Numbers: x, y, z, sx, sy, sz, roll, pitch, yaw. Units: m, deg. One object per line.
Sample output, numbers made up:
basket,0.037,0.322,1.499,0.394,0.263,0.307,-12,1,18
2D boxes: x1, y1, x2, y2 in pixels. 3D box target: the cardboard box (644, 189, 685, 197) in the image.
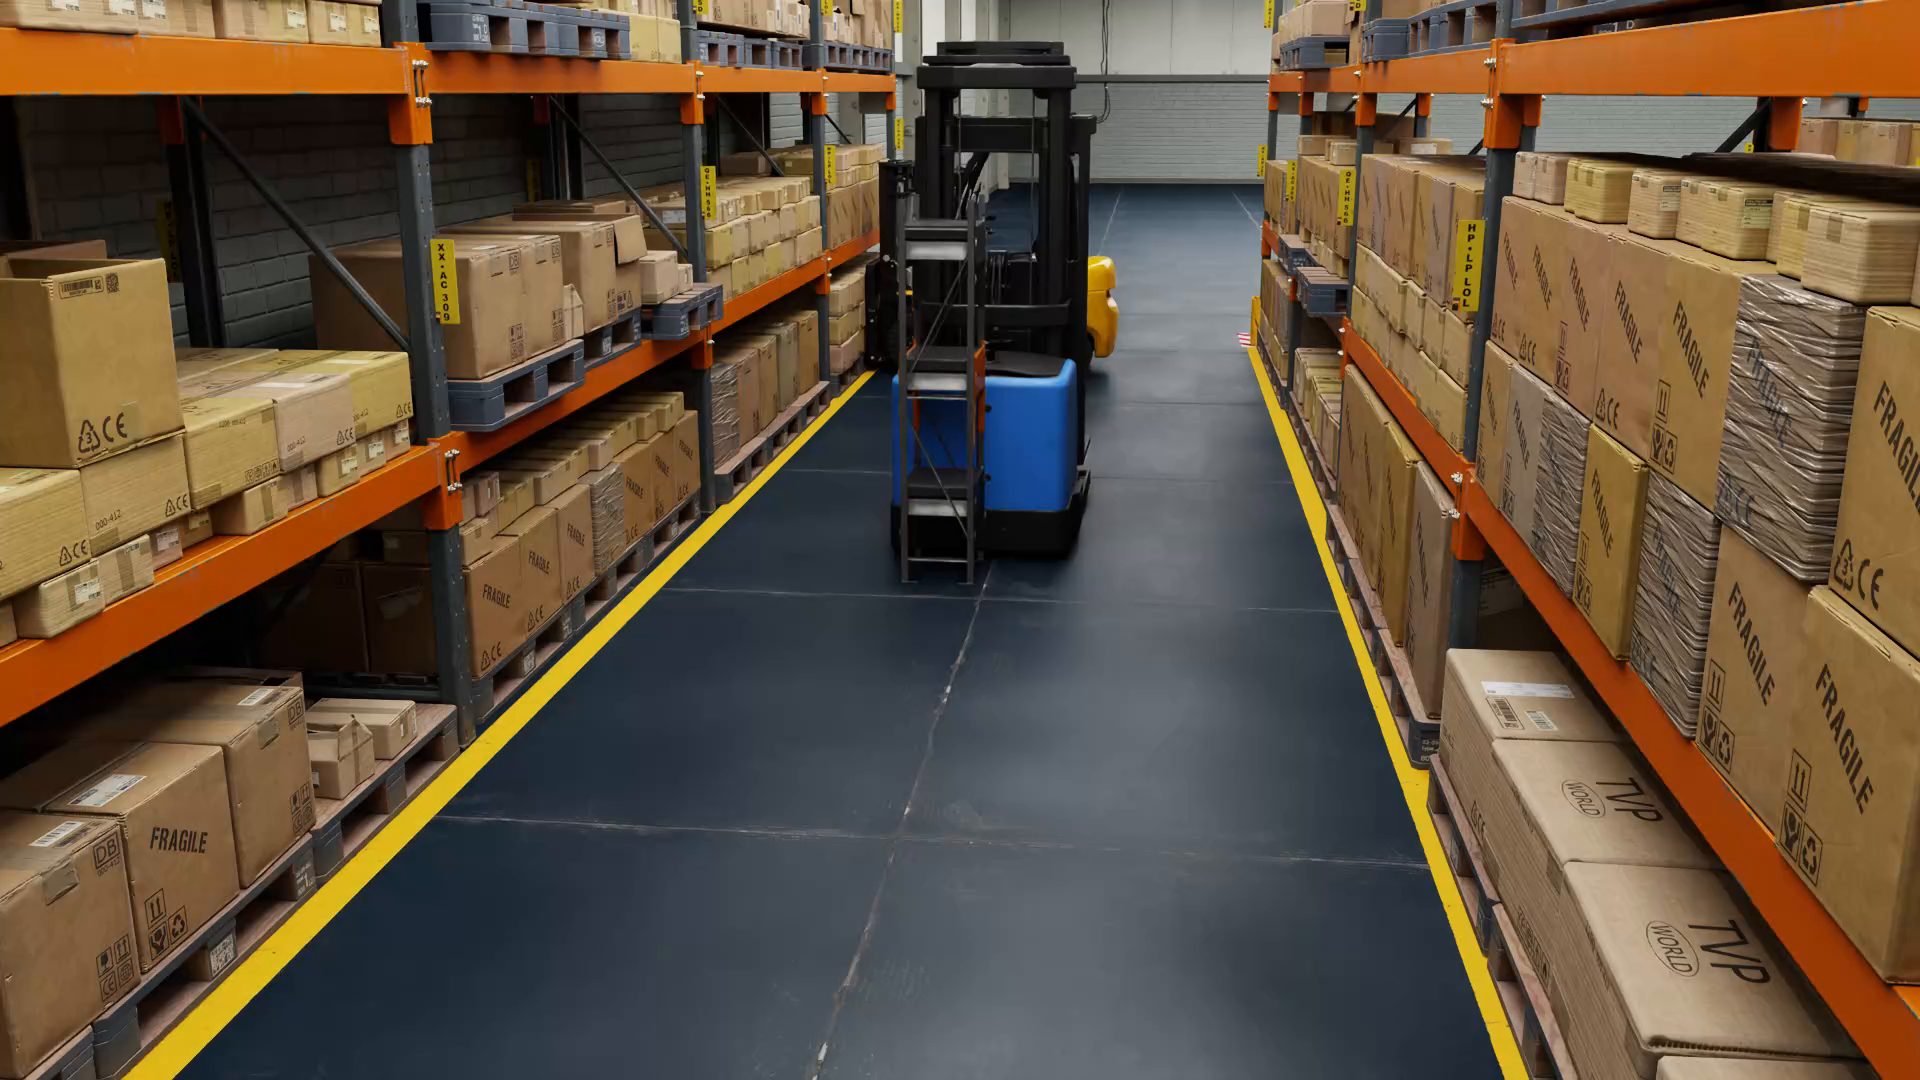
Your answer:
cardboard box,-2.109,-2.490,12.190,0.380,0.149,0.250,2,15,8

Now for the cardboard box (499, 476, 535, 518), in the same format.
cardboard box,-2.256,-0.209,7.930,0.380,0.149,0.250,1,15,5

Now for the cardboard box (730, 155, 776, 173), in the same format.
cardboard box,-1.842,-3.338,14.755,0.380,0.149,0.250,1,15,5

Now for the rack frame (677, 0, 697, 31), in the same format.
rack frame,-2.099,-4.536,9.696,1.000,3.000,0.127,2,15,6

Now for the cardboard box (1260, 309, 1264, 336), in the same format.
cardboard box,3.371,-2.244,17.176,0.500,0.250,0.500,2,15,6

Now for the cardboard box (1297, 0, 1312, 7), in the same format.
cardboard box,2.775,-4.082,12.291,0.500,0.250,0.500,1,15,5

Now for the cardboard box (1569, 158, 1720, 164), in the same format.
cardboard box,2.089,-1.092,5.105,0.380,0.149,0.250,2,15,6

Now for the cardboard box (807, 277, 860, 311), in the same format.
cardboard box,-1.213,-2.284,15.409,0.500,0.250,0.500,2,15,6

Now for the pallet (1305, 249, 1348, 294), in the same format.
pallet,3.017,-1.916,11.870,1.003,0.211,1.213,2,15,6

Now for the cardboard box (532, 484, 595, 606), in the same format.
cardboard box,-2.161,0.015,8.344,0.500,0.500,0.500,1,15,5

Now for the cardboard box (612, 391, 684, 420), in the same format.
cardboard box,-1.903,-0.813,10.165,0.380,0.149,0.250,1,15,4

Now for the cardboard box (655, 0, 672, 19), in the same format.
cardboard box,-1.899,-3.109,9.689,0.380,0.149,0.250,2,15,7

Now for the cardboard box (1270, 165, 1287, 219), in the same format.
cardboard box,3.296,-3.380,16.154,0.500,0.500,0.500,1,15,5

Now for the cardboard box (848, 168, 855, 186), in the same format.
cardboard box,-1.188,-3.379,15.477,0.380,0.149,0.250,2,15,6

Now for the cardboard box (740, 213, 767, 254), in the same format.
cardboard box,-1.671,-2.182,11.813,0.500,0.250,0.500,1,15,5

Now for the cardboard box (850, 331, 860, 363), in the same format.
cardboard box,-1.222,-1.800,15.537,0.500,0.250,0.500,1,15,5

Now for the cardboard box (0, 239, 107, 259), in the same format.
cardboard box,-2.982,-0.657,5.126,0.500,0.500,0.500,1,15,5

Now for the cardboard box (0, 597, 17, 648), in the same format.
cardboard box,-2.600,0.210,4.120,0.380,0.149,0.250,2,15,7

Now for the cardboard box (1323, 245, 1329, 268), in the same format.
cardboard box,2.616,-1.871,11.012,0.380,0.149,0.250,1,15,4

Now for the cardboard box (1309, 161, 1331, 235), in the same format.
cardboard box,2.775,-2.422,11.807,0.500,0.500,0.500,1,15,4

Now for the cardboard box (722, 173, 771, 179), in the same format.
cardboard box,-1.866,-3.129,14.555,0.380,0.149,0.250,2,15,6

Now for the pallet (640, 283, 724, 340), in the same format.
pallet,-2.105,-1.369,9.847,1.213,0.211,1.003,2,15,6

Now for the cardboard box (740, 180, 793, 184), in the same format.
cardboard box,-1.556,-2.814,13.388,0.380,0.149,0.250,2,15,6

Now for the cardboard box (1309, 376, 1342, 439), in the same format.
cardboard box,3.074,-0.963,12.207,0.950,0.372,0.625,2,15,8

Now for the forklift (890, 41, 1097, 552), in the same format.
forklift,0.296,-1.684,10.773,1.130,2.935,3.031,2,15,7

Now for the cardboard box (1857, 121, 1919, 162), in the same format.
cardboard box,8.435,-3.383,14.569,0.875,0.550,0.550,2,15,6

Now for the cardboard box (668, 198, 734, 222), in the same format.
cardboard box,-1.738,-2.212,11.161,0.380,0.149,0.250,2,15,8

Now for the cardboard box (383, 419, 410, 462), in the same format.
cardboard box,-2.335,-0.391,6.342,0.380,0.149,0.250,2,15,7

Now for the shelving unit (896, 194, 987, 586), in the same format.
shelving unit,-0.093,-0.829,9.204,0.431,2.100,0.503,2,15,7

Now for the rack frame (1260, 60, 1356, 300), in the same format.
rack frame,3.737,-3.569,17.616,1.000,3.000,0.127,2,15,6

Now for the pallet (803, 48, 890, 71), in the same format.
pallet,-1.301,-4.937,17.097,1.003,0.211,1.213,2,15,6

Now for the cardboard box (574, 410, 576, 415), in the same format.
cardboard box,-2.524,-0.755,9.948,0.380,0.149,0.250,2,15,8

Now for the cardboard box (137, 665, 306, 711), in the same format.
cardboard box,-2.859,0.657,6.331,0.500,0.311,0.500,2,15,8

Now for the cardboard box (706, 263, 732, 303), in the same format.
cardboard box,-1.806,-1.675,10.898,0.500,0.250,0.500,2,15,6

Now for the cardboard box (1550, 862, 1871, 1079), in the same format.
cardboard box,2.001,1.203,4.071,0.875,0.438,0.875,2,15,8

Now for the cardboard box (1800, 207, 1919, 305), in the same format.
cardboard box,1.723,-0.499,2.910,0.380,0.149,0.250,2,15,6

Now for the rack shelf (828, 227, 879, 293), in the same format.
rack shelf,-1.422,-2.849,16.328,1.077,0.370,4.000,2,15,6

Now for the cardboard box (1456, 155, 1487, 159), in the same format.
cardboard box,3.035,-1.884,9.274,0.500,0.500,0.500,1,15,5

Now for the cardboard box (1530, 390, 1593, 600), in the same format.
cardboard box,1.946,-0.132,4.712,0.500,0.500,0.500,2,15,7

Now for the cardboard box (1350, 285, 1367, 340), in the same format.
cardboard box,2.529,-1.303,9.520,0.500,0.250,0.500,1,15,5

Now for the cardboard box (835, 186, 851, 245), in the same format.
cardboard box,-1.295,-2.968,15.202,0.500,0.500,0.500,2,15,7

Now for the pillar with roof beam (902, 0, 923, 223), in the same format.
pillar with roof beam,3.462,-9.442,27.841,9.100,9.000,0.400,2,15,6

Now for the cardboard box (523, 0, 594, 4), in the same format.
cardboard box,-1.973,-2.645,7.936,0.380,0.149,0.250,2,15,8

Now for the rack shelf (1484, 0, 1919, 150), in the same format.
rack shelf,2.157,-1.039,3.890,1.077,0.370,4.000,2,15,6

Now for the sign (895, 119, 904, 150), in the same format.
sign,-0.658,-4.368,17.898,0.100,0.325,0.005,2,15,6

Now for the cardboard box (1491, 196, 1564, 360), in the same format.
cardboard box,2.088,-0.872,5.532,0.500,0.500,0.500,2,15,7

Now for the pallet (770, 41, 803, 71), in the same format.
pallet,-1.734,-3.804,13.102,0.805,0.209,1.217,1,15,4

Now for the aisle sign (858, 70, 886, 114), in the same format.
aisle sign,-0.897,-4.978,17.844,0.394,0.787,0.004,2,15,6

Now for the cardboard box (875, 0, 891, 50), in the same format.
cardboard box,-1.004,-5.340,17.229,0.500,0.500,0.500,2,15,8

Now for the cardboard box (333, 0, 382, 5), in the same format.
cardboard box,-2.356,-1.989,5.742,0.500,0.250,0.500,2,15,6

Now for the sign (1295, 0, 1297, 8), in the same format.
sign,2.745,-4.243,13.372,0.100,0.325,0.005,2,15,6

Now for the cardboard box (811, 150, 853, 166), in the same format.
cardboard box,-1.239,-3.658,15.938,0.380,0.149,0.250,2,15,6

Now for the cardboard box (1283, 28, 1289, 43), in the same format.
cardboard box,3.238,-4.569,15.282,0.500,0.250,0.500,2,15,7
